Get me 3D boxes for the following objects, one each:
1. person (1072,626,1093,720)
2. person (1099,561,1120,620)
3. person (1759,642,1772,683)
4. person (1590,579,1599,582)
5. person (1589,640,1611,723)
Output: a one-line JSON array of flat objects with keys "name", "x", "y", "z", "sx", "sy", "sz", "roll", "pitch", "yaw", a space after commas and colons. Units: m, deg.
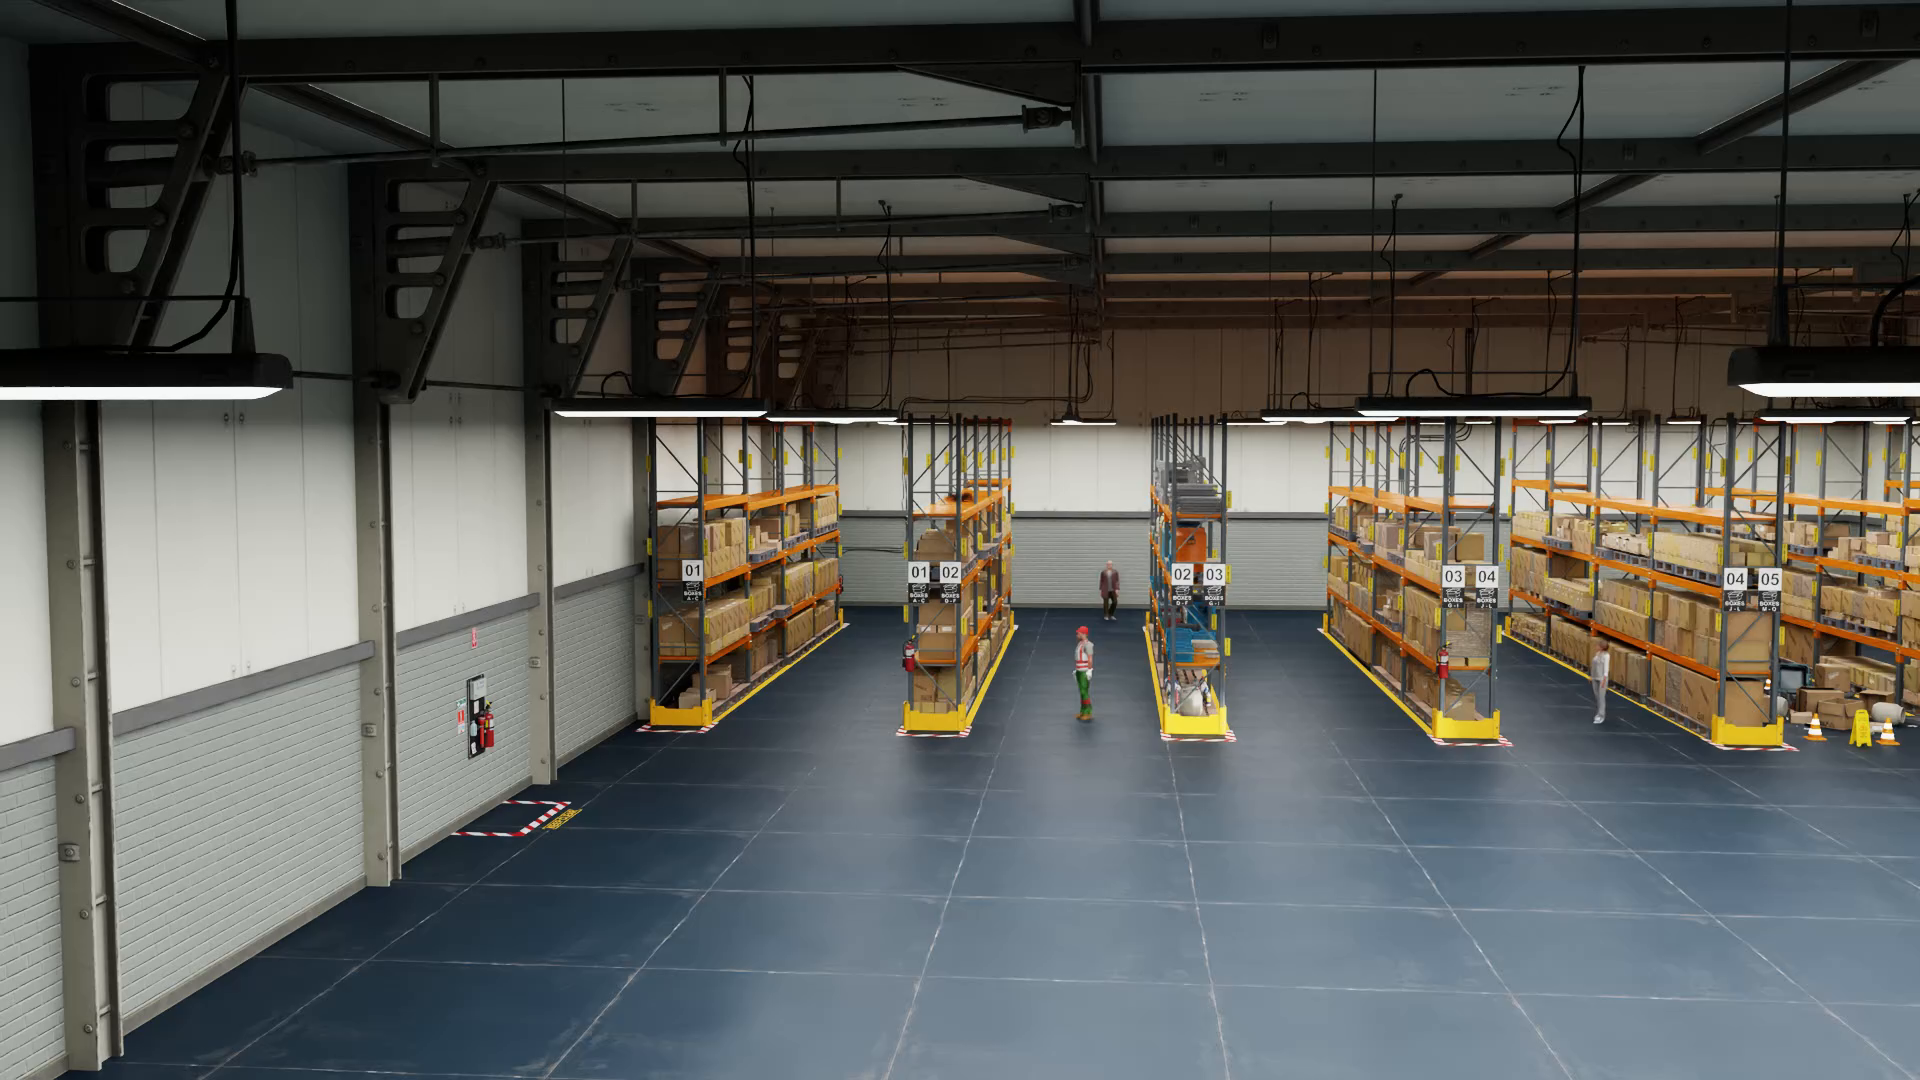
[{"name": "person", "x": 2.424, "y": 2.625, "z": 32.866, "sx": 0.375, "sy": 1.830, "sz": 0.618, "roll": -1, "pitch": 4, "yaw": -14}, {"name": "person", "x": 4.453, "y": 1.513, "z": 49.534, "sx": 0.574, "sy": 1.790, "sz": 0.492, "roll": -1, "pitch": 4, "yaw": -13}, {"name": "person", "x": 18.113, "y": 2.406, "z": 37.286, "sx": 0.479, "sy": 1.685, "sz": 0.437, "roll": -4, "pitch": 5, "yaw": -43}, {"name": "person", "x": 18.250, "y": 1.658, "z": 47.982, "sx": 0.453, "sy": 1.615, "sz": 1.017, "roll": 1, "pitch": 4, "yaw": 16}, {"name": "person", "x": 12.495, "y": 2.768, "z": 32.474, "sx": 0.486, "sy": 1.583, "sz": 0.431, "roll": -2, "pitch": 4, "yaw": -28}]
